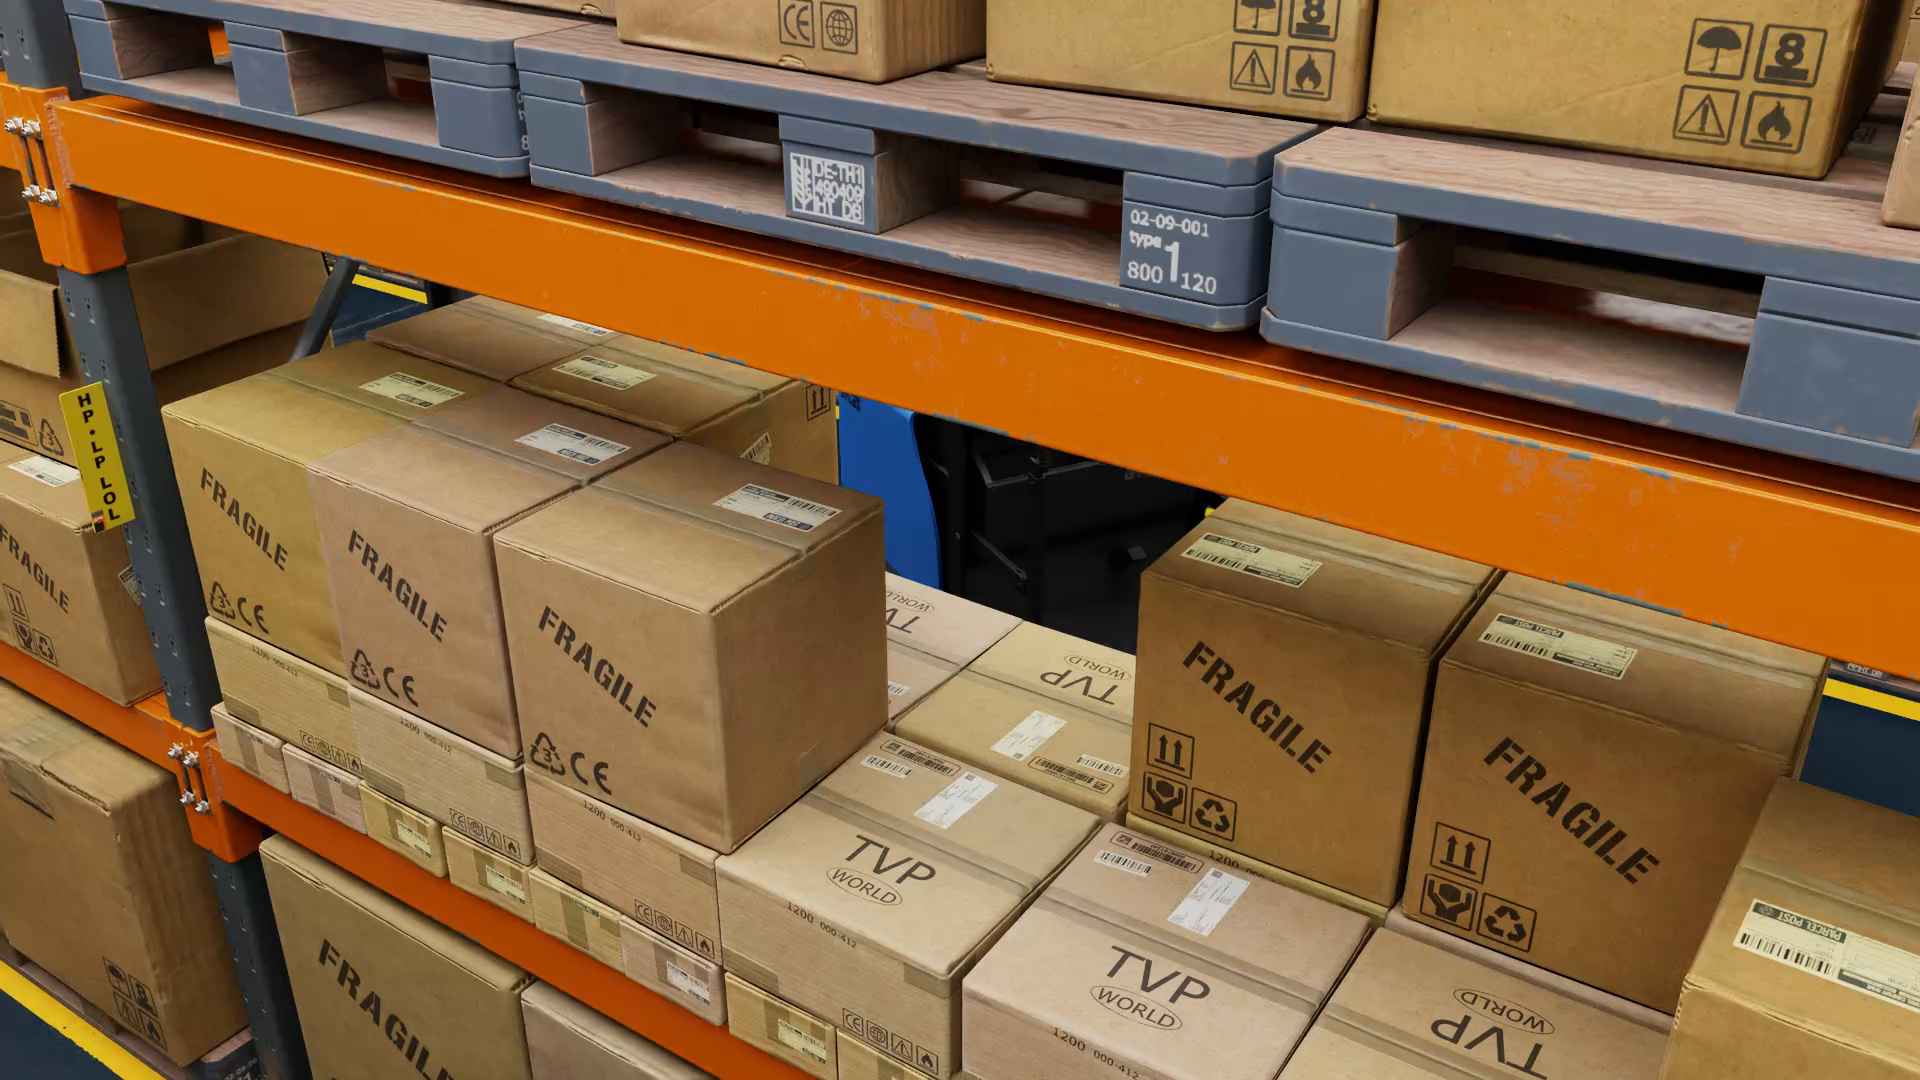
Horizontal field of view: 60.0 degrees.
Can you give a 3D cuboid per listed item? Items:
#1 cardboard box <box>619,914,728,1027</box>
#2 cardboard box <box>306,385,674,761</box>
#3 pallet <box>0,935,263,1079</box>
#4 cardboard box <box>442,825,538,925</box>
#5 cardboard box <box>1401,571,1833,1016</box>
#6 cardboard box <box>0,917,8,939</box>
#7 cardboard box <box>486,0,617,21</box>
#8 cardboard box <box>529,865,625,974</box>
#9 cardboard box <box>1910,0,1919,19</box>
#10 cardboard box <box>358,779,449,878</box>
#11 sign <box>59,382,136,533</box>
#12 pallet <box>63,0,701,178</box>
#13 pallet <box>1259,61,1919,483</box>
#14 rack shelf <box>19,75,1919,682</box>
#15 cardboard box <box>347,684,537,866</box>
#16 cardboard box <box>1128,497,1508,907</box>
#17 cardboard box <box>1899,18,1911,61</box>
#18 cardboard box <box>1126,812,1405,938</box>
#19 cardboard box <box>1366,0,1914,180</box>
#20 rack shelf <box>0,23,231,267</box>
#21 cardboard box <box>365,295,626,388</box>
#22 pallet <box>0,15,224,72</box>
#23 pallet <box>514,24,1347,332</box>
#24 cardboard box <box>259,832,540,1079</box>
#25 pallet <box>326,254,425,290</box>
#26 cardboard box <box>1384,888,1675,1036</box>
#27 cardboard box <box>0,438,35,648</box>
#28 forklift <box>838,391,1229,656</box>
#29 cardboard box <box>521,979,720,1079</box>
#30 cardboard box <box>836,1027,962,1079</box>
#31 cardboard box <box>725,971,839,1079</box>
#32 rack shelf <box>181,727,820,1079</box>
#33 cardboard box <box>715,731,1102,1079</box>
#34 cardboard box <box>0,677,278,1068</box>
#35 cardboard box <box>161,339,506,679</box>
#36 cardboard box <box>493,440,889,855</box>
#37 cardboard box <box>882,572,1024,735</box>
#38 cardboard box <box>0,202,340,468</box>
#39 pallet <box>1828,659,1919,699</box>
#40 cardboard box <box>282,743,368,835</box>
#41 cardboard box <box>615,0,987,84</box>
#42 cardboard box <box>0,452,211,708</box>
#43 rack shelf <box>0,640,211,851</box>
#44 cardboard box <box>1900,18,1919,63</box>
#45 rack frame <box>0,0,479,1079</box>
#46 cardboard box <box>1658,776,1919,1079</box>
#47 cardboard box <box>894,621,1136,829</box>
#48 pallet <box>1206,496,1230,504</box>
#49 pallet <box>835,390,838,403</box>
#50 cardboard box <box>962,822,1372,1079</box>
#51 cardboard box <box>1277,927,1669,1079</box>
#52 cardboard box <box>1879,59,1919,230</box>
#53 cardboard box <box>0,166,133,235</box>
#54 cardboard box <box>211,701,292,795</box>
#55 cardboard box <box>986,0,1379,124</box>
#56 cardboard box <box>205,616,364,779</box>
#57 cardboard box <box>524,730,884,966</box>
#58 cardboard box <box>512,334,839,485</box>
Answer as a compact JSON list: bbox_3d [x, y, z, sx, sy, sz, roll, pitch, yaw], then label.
[{"bbox_3d":[-0.440,0.743,3.260,0.250,0.149,0.380,18,32,31],"label":"cardboard box"},{"bbox_3d":[-0.913,0.046,3.363,0.500,0.500,0.500,17,32,30],"label":"cardboard box"},{"bbox_3d":[-2.243,1.171,5.217,1.213,0.211,1.003,17,32,30],"label":"pallet"},{"bbox_3d":[-0.857,0.612,3.517,0.250,0.149,0.380,16,31,29],"label":"cardboard box"},{"bbox_3d":[1.078,0.372,2.722,0.500,0.500,0.500,16,31,29],"label":"cardboard box"},{"bbox_3d":[-2.841,0.472,5.396,0.875,0.875,1.225,16,31,29],"label":"cardboard box"},{"bbox_3d":[-0.445,-1.197,2.804,0.500,0.500,0.700,19,33,33],"label":"cardboard box"},{"bbox_3d":[-0.646,0.677,3.389,0.250,0.149,0.380,17,31,30],"label":"cardboard box"},{"bbox_3d":[5.975,-3.340,9.793,0.500,0.500,0.500,18,32,32],"label":"cardboard box"},{"bbox_3d":[-1.075,0.545,3.649,0.250,0.149,0.380,18,32,32],"label":"cardboard box"},{"bbox_3d":[-1.864,-0.178,3.602,0.005,0.325,0.100,17,32,30],"label":"sign"},{"bbox_3d":[-0.896,-0.985,3.170,1.213,0.211,1.003,17,32,30],"label":"pallet"},{"bbox_3d":[1.115,-0.359,1.939,1.213,0.211,1.003,17,32,30],"label":"pallet"},{"bbox_3d":[0.084,-0.405,2.724,4.000,0.370,1.077,17,32,30],"label":"rack shelf"},{"bbox_3d":[-0.919,0.380,3.533,0.500,0.250,0.500,17,32,30],"label":"cardboard box"},{"bbox_3d":[0.647,0.242,2.979,0.500,0.500,0.500,16,31,29],"label":"cardboard box"},{"bbox_3d":[5.568,-3.027,10.280,0.500,0.500,0.500,17,31,30],"label":"cardboard box"},{"bbox_3d":[0.645,0.574,3.153,0.500,0.250,0.500,16,31,29],"label":"cardboard box"},{"bbox_3d":[0.878,-0.791,2.007,0.500,0.500,0.700,16,31,29],"label":"cardboard box"},{"bbox_3d":[-3.213,-1.432,4.743,4.000,0.370,1.077,17,32,30],"label":"rack shelf"},{"bbox_3d":[-1.034,-0.284,4.012,0.500,0.500,0.500,18,32,32],"label":"cardboard box"},{"bbox_3d":[-2.348,-1.371,4.040,1.217,0.209,0.805,16,31,28],"label":"pallet"},{"bbox_3d":[0.105,-0.672,2.554,1.213,0.211,1.003,17,32,30],"label":"pallet"},{"bbox_3d":[-1.066,1.057,4.245,0.875,0.875,0.875,17,32,30],"label":"cardboard box"},{"bbox_3d":[-3.676,-2.065,11.576,1.213,0.211,1.003,17,32,30],"label":"pallet"},{"bbox_3d":[1.058,0.704,2.897,0.500,0.250,0.500,17,31,30],"label":"cardboard box"},{"bbox_3d":[-2.509,-0.094,4.518,0.500,0.500,0.500,18,32,32],"label":"cardboard box"},{"bbox_3d":[0.578,-0.659,5.814,1.130,2.935,3.031,-13,30,-23],"label":"forklift"},{"bbox_3d":[-0.324,1.288,3.791,0.875,0.875,0.875,17,32,30],"label":"cardboard box"},{"bbox_3d":[-0.007,0.876,2.998,0.250,0.149,0.380,18,32,31],"label":"cardboard box"},{"bbox_3d":[-0.223,0.810,3.129,0.250,0.149,0.380,16,31,29],"label":"cardboard box"},{"bbox_3d":[0.084,0.932,3.405,4.000,0.370,1.077,17,32,30],"label":"rack shelf"},{"bbox_3d":[-0.086,0.641,3.021,0.500,0.250,0.500,17,32,30],"label":"cardboard box"},{"bbox_3d":[-2.103,0.701,4.945,0.875,0.875,1.225,17,32,30],"label":"cardboard box"},{"bbox_3d":[-1.315,-0.084,3.618,0.500,0.500,0.500,17,32,30],"label":"cardboard box"},{"bbox_3d":[-0.481,0.178,3.104,0.500,0.500,0.500,16,31,29],"label":"cardboard box"},{"bbox_3d":[-0.203,0.310,3.670,0.500,0.250,0.500,18,32,31],"label":"cardboard box"},{"bbox_3d":[-2.096,-0.555,4.317,0.637,0.503,0.797,16,31,29],"label":"cardboard box"},{"bbox_3d":[3.879,0.290,6.948,1.213,0.211,1.003,17,32,30],"label":"pallet"},{"bbox_3d":[-1.293,0.478,3.781,0.250,0.149,0.380,16,31,29],"label":"cardboard box"},{"bbox_3d":[-0.094,-1.010,2.436,0.500,0.500,0.700,19,33,32],"label":"cardboard box"},{"bbox_3d":[-2.105,0.035,4.263,0.500,0.500,0.500,17,32,30],"label":"cardboard box"},{"bbox_3d":[-3.213,-0.095,5.423,4.000,0.370,1.077,17,32,30],"label":"rack shelf"},{"bbox_3d":[5.983,-2.898,10.026,0.500,0.500,0.500,18,32,31],"label":"cardboard box"},{"bbox_3d":[-1.565,0.098,4.251,0.127,3.000,1.000,17,32,30],"label":"rack frame"},{"bbox_3d":[1.182,0.698,2.081,0.500,0.500,0.500,18,32,31],"label":"cardboard box"},{"bbox_3d":[0.212,0.442,3.412,0.500,0.250,0.500,17,31,29],"label":"cardboard box"},{"bbox_3d":[1.868,-0.337,8.179,1.213,0.211,1.003,17,32,30],"label":"pallet"},{"bbox_3d":[-0.383,-1.038,9.557,1.213,0.211,1.003,17,32,30],"label":"pallet"},{"bbox_3d":[0.345,0.773,2.761,0.500,0.250,0.500,16,31,29],"label":"cardboard box"},{"bbox_3d":[0.765,0.904,2.505,0.500,0.250,0.500,17,31,29],"label":"cardboard box"},{"bbox_3d":[1.274,-0.602,1.634,0.500,0.500,0.700,15,31,27],"label":"cardboard box"},{"bbox_3d":[-2.655,-0.735,4.671,0.637,0.503,0.797,18,32,31],"label":"cardboard box"},{"bbox_3d":[-1.509,0.410,3.914,0.250,0.149,0.380,17,32,30],"label":"cardboard box"},{"bbox_3d":[0.424,-0.906,2.232,0.500,0.500,0.700,15,31,27],"label":"cardboard box"},{"bbox_3d":[-1.326,0.251,3.788,0.500,0.250,0.500,17,31,29],"label":"cardboard box"},{"bbox_3d":[-0.488,0.511,3.276,0.500,0.250,0.500,18,32,32],"label":"cardboard box"},{"bbox_3d":[-0.624,-0.154,3.756,0.500,0.500,0.500,18,32,31],"label":"cardboard box"}]
